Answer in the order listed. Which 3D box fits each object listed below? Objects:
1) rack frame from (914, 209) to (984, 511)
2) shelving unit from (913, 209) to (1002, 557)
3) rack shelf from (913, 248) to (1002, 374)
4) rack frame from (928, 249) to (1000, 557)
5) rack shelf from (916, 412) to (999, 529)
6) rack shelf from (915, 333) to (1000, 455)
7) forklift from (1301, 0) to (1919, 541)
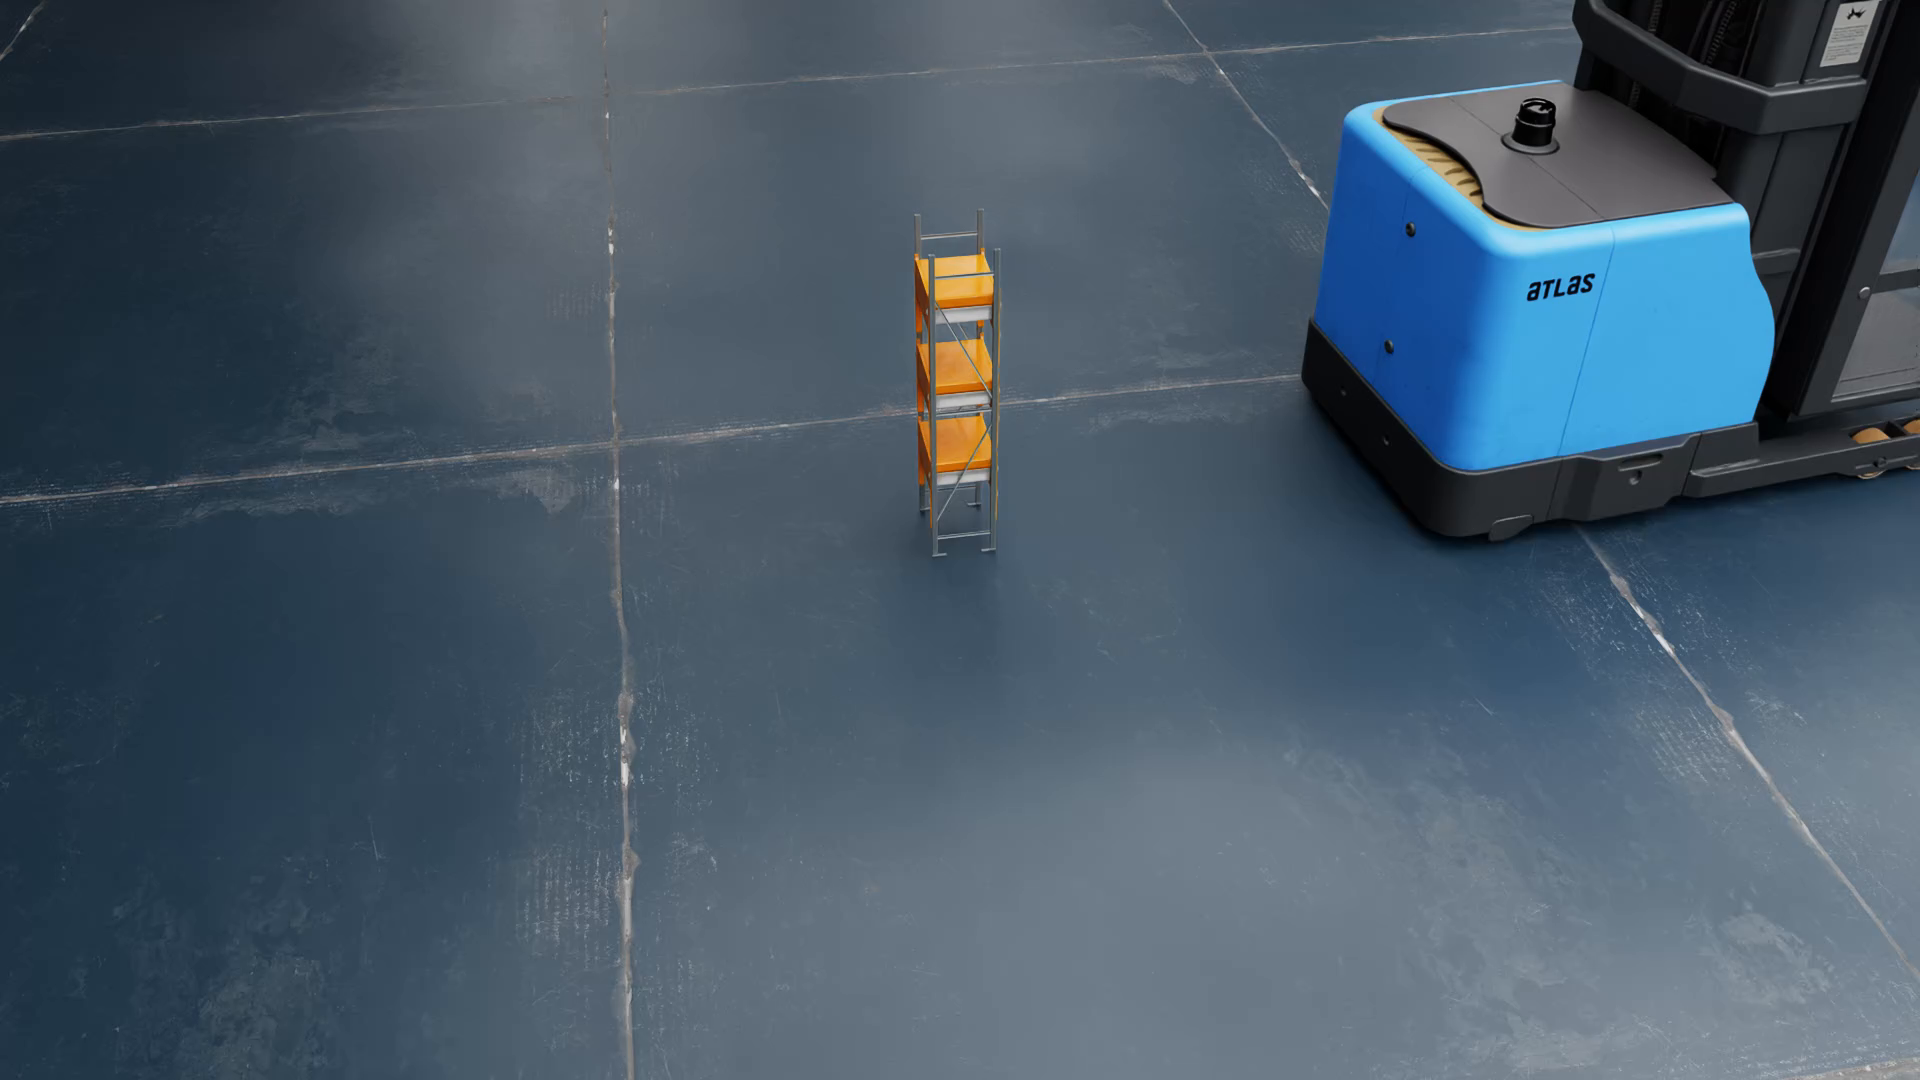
[{"bbox_3d":[-0.031,-0.521,5.064,0.200,1.050,0.008,-6,38,-8],"label":"rack frame"},{"bbox_3d":[-0.009,-0.447,4.970,0.215,1.050,0.252,-6,38,-8],"label":"shelving unit"},{"bbox_3d":[-0.009,-0.663,4.802,0.215,0.259,0.240,-6,38,-8],"label":"rack shelf"},{"bbox_3d":[0.012,-0.373,4.875,0.200,1.050,0.008,-6,38,-8],"label":"rack frame"},{"bbox_3d":[-0.009,-0.219,5.147,0.215,0.259,0.240,-6,38,-8],"label":"rack shelf"},{"bbox_3d":[-0.009,-0.439,4.976,0.215,0.259,0.240,-6,38,-8],"label":"rack shelf"},{"bbox_3d":[2.779,-1.661,4.999,3.031,2.935,1.130,-10,39,-13],"label":"forklift"}]
